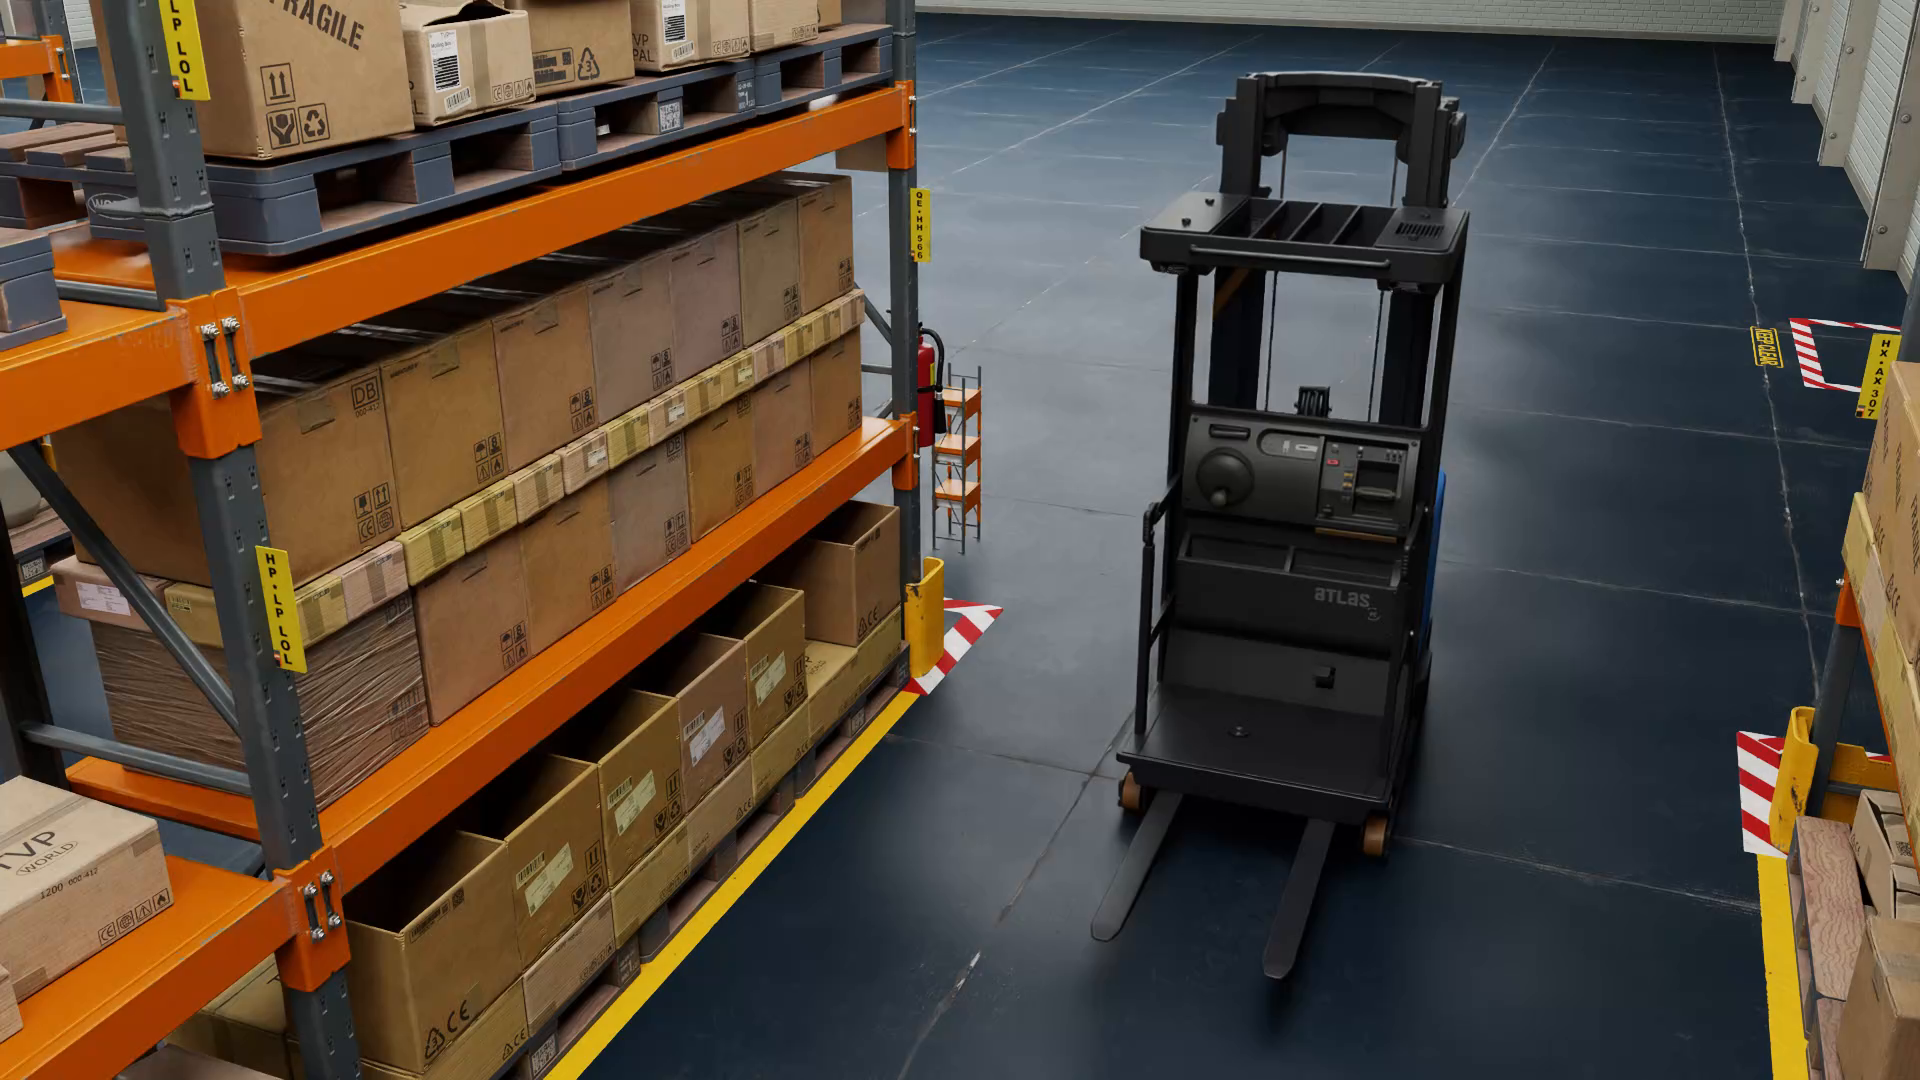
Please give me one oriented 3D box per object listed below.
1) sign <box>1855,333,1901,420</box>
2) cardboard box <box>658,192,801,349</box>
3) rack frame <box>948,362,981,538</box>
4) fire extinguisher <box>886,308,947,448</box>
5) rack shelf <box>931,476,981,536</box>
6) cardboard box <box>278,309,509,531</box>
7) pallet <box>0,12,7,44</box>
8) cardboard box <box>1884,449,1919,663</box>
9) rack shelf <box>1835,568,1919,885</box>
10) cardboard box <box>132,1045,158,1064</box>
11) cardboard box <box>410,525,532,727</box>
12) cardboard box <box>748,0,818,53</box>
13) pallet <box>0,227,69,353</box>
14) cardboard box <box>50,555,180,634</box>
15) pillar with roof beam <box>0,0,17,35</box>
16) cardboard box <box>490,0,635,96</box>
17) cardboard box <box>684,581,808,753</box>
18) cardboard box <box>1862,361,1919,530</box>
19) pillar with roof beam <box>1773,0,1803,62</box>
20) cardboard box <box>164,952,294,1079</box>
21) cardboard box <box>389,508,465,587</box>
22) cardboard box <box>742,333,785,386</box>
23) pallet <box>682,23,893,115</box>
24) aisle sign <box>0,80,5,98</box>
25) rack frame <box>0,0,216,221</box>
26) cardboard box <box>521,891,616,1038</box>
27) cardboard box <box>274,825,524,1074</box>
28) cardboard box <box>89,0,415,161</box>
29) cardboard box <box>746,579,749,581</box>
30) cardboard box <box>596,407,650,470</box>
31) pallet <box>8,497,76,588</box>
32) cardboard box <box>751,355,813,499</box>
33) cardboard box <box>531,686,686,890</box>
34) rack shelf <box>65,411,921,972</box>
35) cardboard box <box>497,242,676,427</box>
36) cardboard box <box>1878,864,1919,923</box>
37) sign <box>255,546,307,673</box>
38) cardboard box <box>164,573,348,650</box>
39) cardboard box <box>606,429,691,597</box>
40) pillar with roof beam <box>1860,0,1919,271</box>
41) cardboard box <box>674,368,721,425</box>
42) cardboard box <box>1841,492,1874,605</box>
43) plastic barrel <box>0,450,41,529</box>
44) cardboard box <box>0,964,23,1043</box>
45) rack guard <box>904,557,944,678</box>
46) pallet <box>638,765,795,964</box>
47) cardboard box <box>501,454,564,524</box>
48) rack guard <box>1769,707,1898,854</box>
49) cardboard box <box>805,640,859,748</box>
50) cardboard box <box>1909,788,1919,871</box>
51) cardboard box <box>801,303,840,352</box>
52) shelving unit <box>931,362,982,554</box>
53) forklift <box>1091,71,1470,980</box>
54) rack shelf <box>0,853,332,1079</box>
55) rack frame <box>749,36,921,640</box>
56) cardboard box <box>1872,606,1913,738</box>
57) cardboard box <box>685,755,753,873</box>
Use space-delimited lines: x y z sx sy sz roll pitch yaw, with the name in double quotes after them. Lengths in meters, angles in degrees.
3.420 -0.607 6.187 0.100 0.325 0.005 9 24 20 "sign"
-1.072 -1.109 6.700 0.700 0.500 0.500 8 24 19 "cardboard box"
0.025 -0.509 9.606 0.200 1.050 0.008 9 24 20 "rack frame"
-0.201 -0.777 7.820 0.296 0.674 0.183 9 24 20 "fire extinguisher"
-0.020 -0.199 9.613 0.215 0.259 0.240 9 24 20 "rack shelf"
-1.817 -0.391 4.982 0.700 0.500 0.500 9 24 20 "cardboard box"
-5.672 -2.563 8.347 1.003 0.211 1.213 9 24 20 "pallet"
3.077 0.072 4.882 0.500 0.500 0.500 8 24 18 "cardboard box"
3.181 0.918 4.593 1.077 0.370 4.000 9 24 20 "rack shelf"
-2.547 1.523 4.508 0.500 0.311 0.500 9 24 20 "cardboard box"
-1.814 0.199 5.253 0.700 0.500 0.500 9 24 20 "cardboard box"
-0.860 -1.961 6.129 0.500 0.250 0.500 9 24 20 "cardboard box"
-2.478 -0.384 3.135 0.805 0.209 1.217 8 24 18 "pallet"
-2.260 0.121 4.598 0.380 0.149 0.250 9 24 20 "cardboard box"
-14.096 -12.858 28.858 9.100 9.000 0.400 9 24 20 "pillar with roof beam"
-1.434 -1.667 5.098 0.797 0.503 0.637 12 25 26 "cardboard box"
-0.957 0.486 6.744 0.500 0.500 0.500 9 24 20 "cardboard box"
3.468 -0.288 5.743 0.500 0.500 0.500 9 24 20 "cardboard box"
11.614 -13.875 31.293 9.100 9.000 0.400 9 24 20 "pillar with roof beam"
-2.193 1.472 5.357 0.500 0.250 0.500 9 24 20 "cardboard box"
-1.695 -0.002 4.892 0.380 0.149 0.250 8 24 19 "cardboard box"
-0.928 -0.744 6.667 0.380 0.149 0.250 9 24 21 "cardboard box"
-0.963 -1.931 6.705 1.003 0.211 1.213 9 24 20 "pallet"
-5.520 -2.815 9.225 0.394 0.787 0.004 9 24 20 "aisle sign"
-2.162 -2.174 3.280 1.000 3.000 0.127 9 24 20 "rack frame"
-1.518 1.368 5.605 0.500 0.250 0.500 9 24 20 "cardboard box"
-1.700 1.202 5.030 0.500 0.500 0.500 9 24 20 "cardboard box"
-1.731 -1.237 4.072 0.500 0.500 0.500 11 25 24 "cardboard box"
-1.266 0.231 7.355 0.500 0.500 0.500 9 24 20 "cardboard box"
-1.311 -0.375 5.784 0.380 0.149 0.250 9 24 20 "cardboard box"
-5.566 0.063 9.326 1.003 0.211 1.213 9 24 20 "pallet"
-1.053 -0.530 6.996 0.700 0.500 0.500 9 24 21 "cardboard box"
-1.328 0.844 5.887 0.500 0.500 0.500 9 24 20 "cardboard box"
-1.420 0.210 6.288 1.077 0.370 4.000 9 24 20 "rack shelf"
-1.444 -0.749 5.839 0.700 0.500 0.500 9 24 20 "cardboard box"
3.372 1.347 5.551 0.500 0.311 0.500 11 25 24 "cardboard box"
-1.655 0.171 4.050 0.100 0.325 0.005 9 24 20 "sign"
-1.883 0.180 4.455 0.380 0.149 0.250 9 24 20 "cardboard box"
-1.434 -0.164 6.121 0.700 0.500 0.500 10 24 22 "cardboard box"
4.927 -7.434 15.872 9.100 9.000 0.400 9 24 20 "pillar with roof beam"
-1.121 -0.555 6.216 0.380 0.149 0.250 9 24 22 "cardboard box"
3.448 0.060 5.884 0.500 0.250 0.500 8 24 19 "cardboard box"
-5.448 -0.347 9.372 0.421 0.512 0.421 0 23 0 "plastic barrel"
-2.319 0.997 3.646 0.396 0.266 0.258 8 24 19 "cardboard box"
-0.668 0.308 8.365 1.175 0.500 0.348 9 24 20 "rack guard"
-1.377 1.164 6.689 1.003 0.211 1.213 9 24 20 "pallet"
-1.504 -0.186 5.331 0.380 0.149 0.250 8 24 18 "cardboard box"
3.896 1.051 6.585 1.175 0.500 0.348 9 24 20 "rack guard"
-0.776 0.653 7.319 0.500 0.250 0.500 9 24 20 "cardboard box"
2.698 0.790 4.136 0.500 0.250 0.500 9 24 20 "cardboard box"
-0.738 -0.925 7.101 0.380 0.149 0.250 9 24 21 "cardboard box"
-0.020 -0.465 9.502 0.215 1.050 0.252 9 24 20 "shelving unit"
1.304 -0.254 6.556 1.130 2.935 3.031 8 24 19 "forklift"
-2.905 1.642 2.861 1.077 0.370 4.000 9 24 20 "rack shelf"
-0.677 -0.837 7.863 1.000 3.000 0.127 9 24 20 "rack frame"
3.074 0.429 5.000 0.500 0.250 0.500 8 24 19 "cardboard box"
-1.148 1.010 6.462 0.500 0.250 0.500 9 24 20 "cardboard box"
